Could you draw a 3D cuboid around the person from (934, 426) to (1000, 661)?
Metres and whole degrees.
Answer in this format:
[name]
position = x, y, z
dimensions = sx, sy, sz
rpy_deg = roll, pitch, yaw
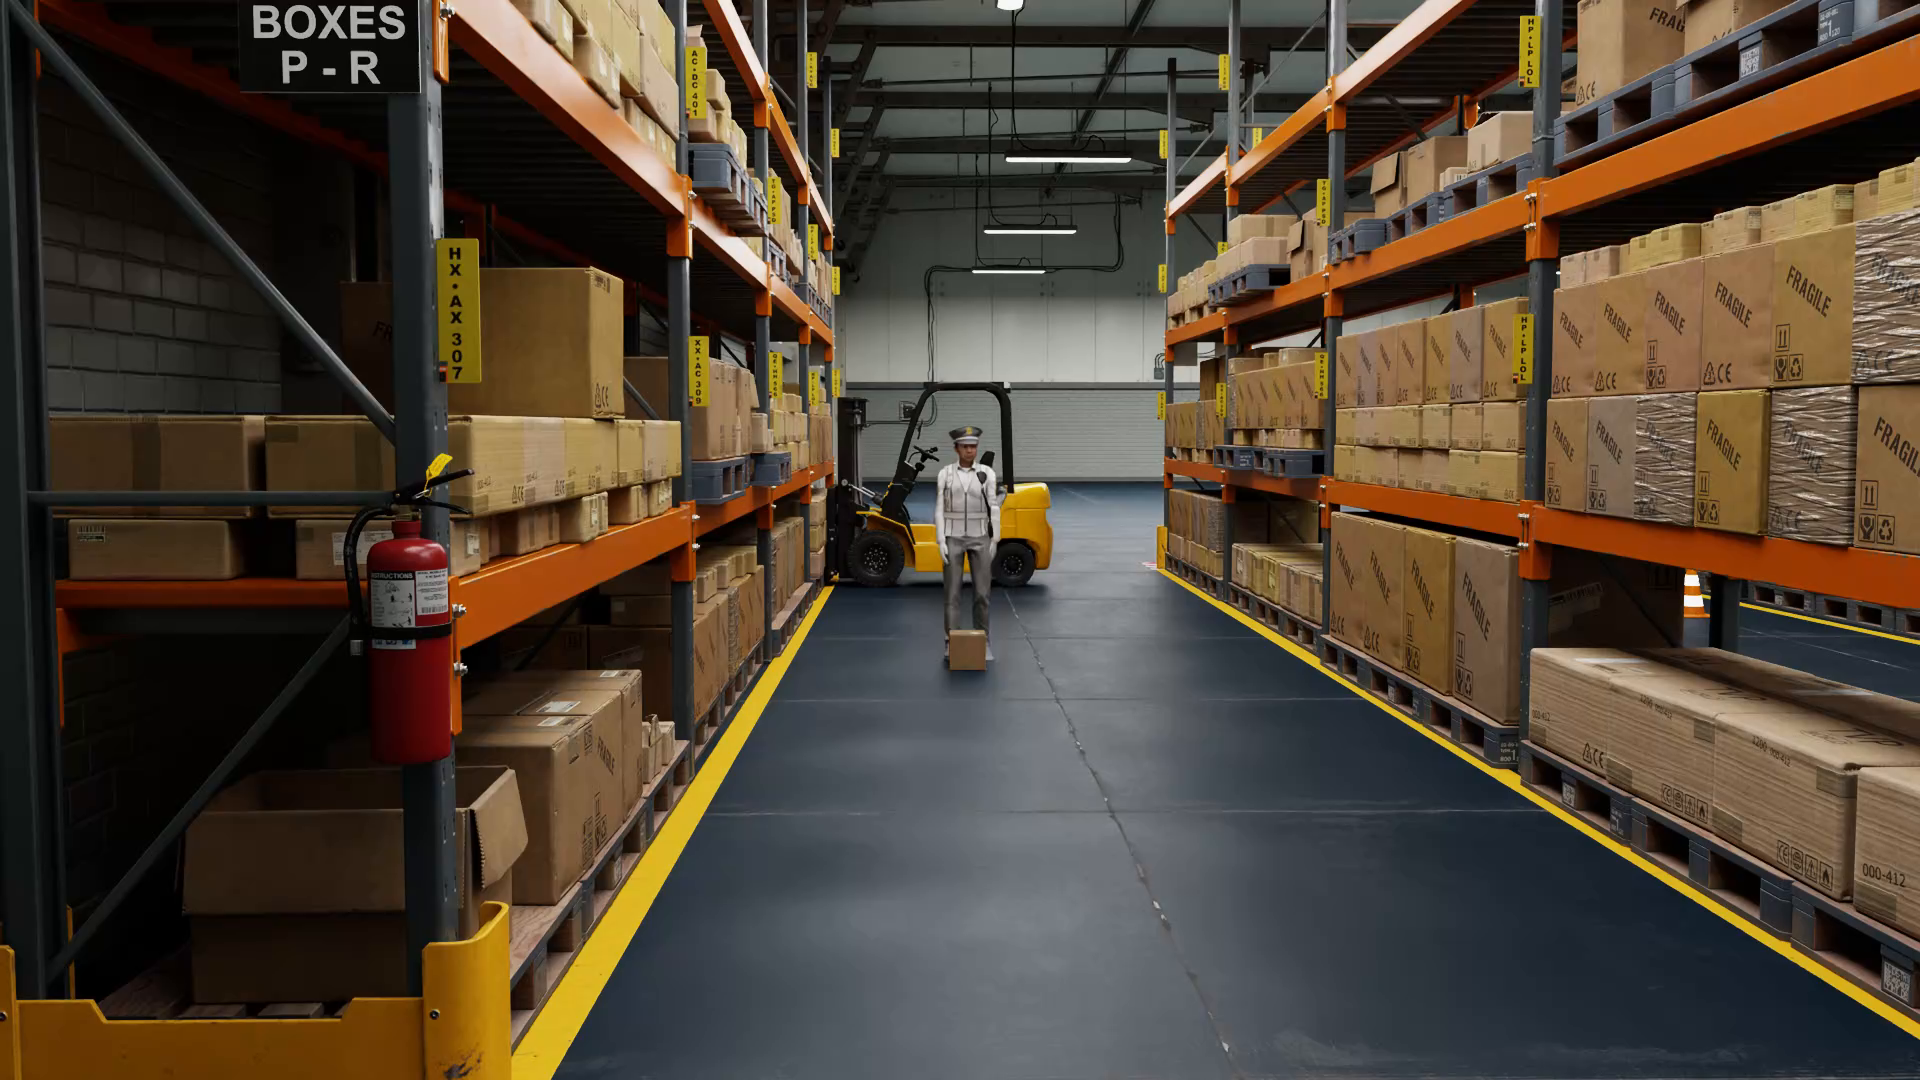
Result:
[person]
position = 0.053, 0.047, 11.991
dimensions = 0.478, 1.736, 0.375
rpy_deg = 0, 4, 0
